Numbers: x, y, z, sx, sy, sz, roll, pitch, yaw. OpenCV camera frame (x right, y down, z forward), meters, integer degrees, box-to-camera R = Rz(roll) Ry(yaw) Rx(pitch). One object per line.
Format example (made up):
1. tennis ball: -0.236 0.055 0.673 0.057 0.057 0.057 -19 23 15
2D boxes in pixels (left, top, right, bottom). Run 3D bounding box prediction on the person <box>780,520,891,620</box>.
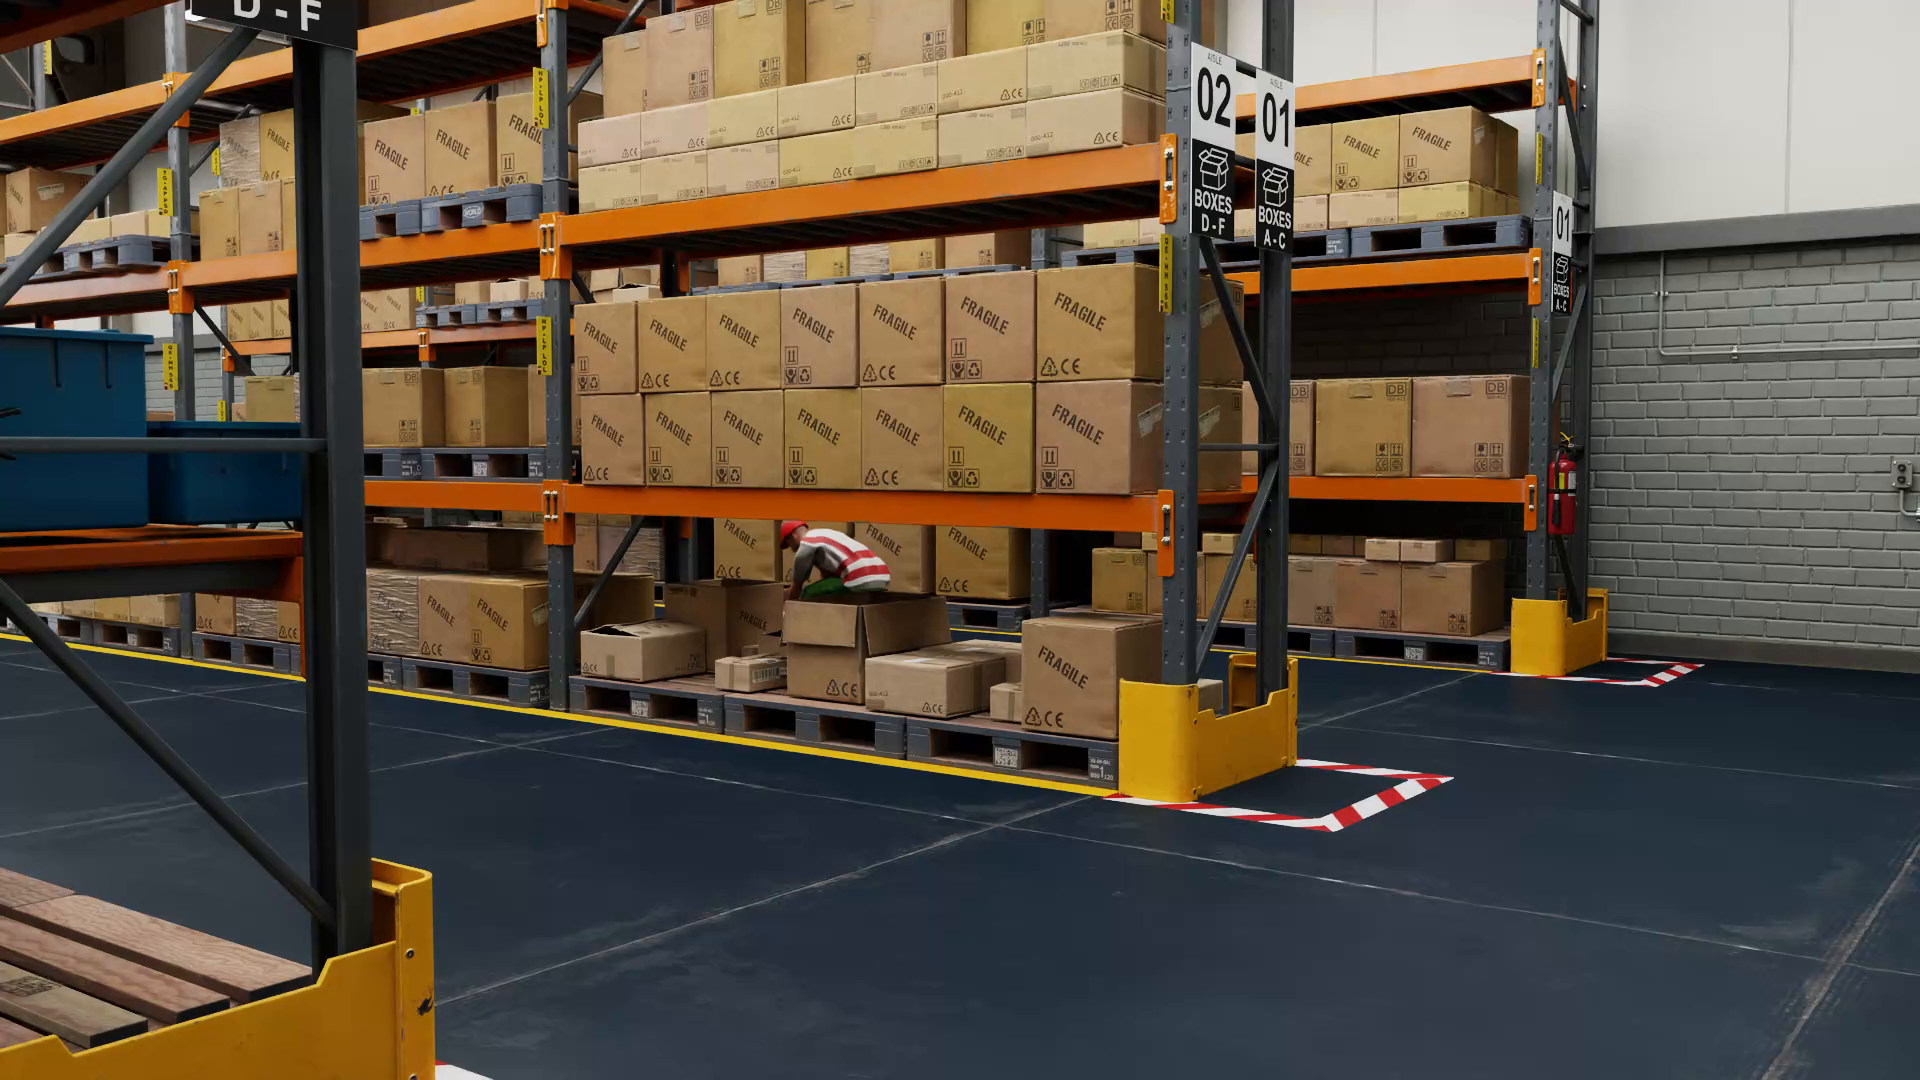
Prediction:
1. person: -0.946 0.338 12.279 0.894 0.995 0.534 2 4 35
